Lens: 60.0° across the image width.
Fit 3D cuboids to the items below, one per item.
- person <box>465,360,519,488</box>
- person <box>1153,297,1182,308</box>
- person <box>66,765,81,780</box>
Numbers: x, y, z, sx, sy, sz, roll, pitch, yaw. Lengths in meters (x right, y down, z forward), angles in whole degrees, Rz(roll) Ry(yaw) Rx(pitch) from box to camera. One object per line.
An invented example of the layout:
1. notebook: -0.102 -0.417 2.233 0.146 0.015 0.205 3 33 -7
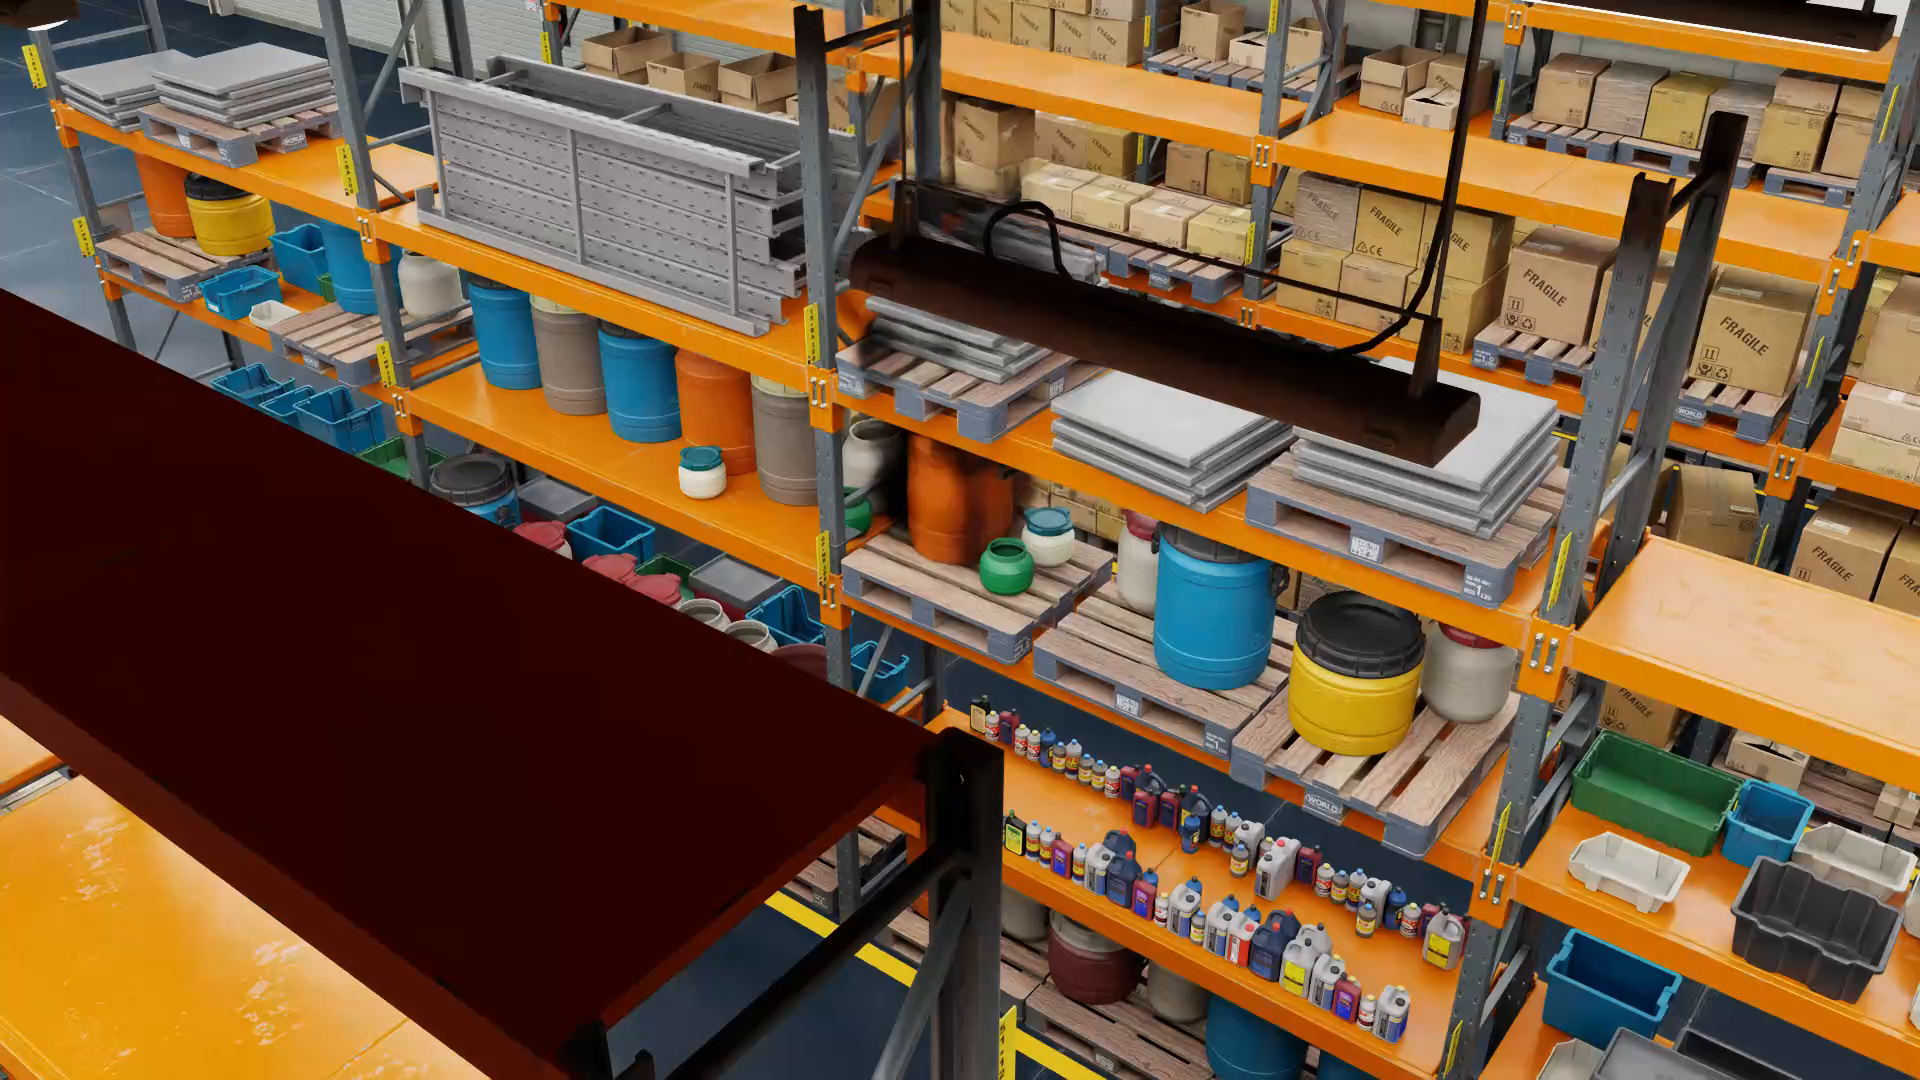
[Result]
1. person: -4.376 -1.031 15.272 0.969 1.707 0.656 12 34 19
2. person: 1.972 -1.679 16.404 0.874 1.669 0.624 22 38 32
3. person: -5.559 1.562 11.050 0.595 1.745 0.687 20 37 29
